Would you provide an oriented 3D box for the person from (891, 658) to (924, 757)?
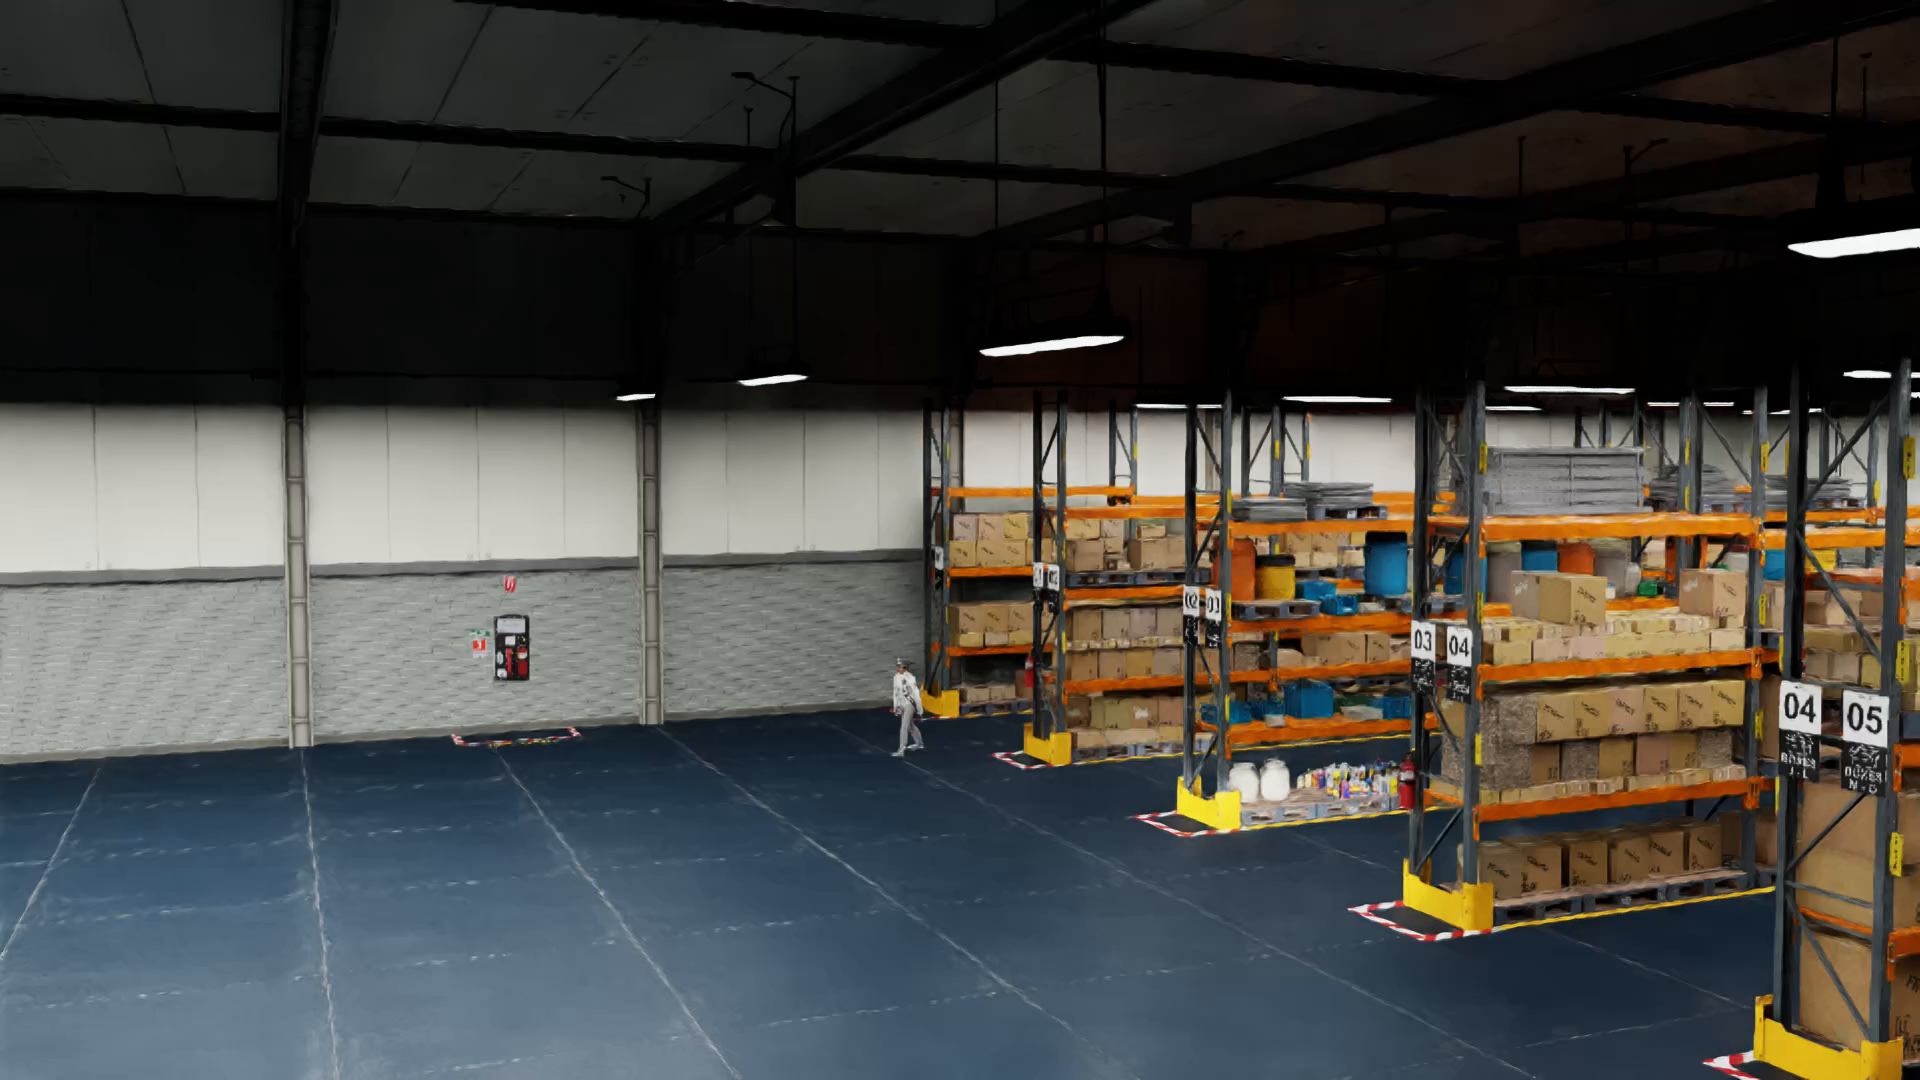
[{"bbox_3d":[-0.899,2.737,27.478,0.936,1.625,0.530,-3,5,-45],"label":"person"}]
